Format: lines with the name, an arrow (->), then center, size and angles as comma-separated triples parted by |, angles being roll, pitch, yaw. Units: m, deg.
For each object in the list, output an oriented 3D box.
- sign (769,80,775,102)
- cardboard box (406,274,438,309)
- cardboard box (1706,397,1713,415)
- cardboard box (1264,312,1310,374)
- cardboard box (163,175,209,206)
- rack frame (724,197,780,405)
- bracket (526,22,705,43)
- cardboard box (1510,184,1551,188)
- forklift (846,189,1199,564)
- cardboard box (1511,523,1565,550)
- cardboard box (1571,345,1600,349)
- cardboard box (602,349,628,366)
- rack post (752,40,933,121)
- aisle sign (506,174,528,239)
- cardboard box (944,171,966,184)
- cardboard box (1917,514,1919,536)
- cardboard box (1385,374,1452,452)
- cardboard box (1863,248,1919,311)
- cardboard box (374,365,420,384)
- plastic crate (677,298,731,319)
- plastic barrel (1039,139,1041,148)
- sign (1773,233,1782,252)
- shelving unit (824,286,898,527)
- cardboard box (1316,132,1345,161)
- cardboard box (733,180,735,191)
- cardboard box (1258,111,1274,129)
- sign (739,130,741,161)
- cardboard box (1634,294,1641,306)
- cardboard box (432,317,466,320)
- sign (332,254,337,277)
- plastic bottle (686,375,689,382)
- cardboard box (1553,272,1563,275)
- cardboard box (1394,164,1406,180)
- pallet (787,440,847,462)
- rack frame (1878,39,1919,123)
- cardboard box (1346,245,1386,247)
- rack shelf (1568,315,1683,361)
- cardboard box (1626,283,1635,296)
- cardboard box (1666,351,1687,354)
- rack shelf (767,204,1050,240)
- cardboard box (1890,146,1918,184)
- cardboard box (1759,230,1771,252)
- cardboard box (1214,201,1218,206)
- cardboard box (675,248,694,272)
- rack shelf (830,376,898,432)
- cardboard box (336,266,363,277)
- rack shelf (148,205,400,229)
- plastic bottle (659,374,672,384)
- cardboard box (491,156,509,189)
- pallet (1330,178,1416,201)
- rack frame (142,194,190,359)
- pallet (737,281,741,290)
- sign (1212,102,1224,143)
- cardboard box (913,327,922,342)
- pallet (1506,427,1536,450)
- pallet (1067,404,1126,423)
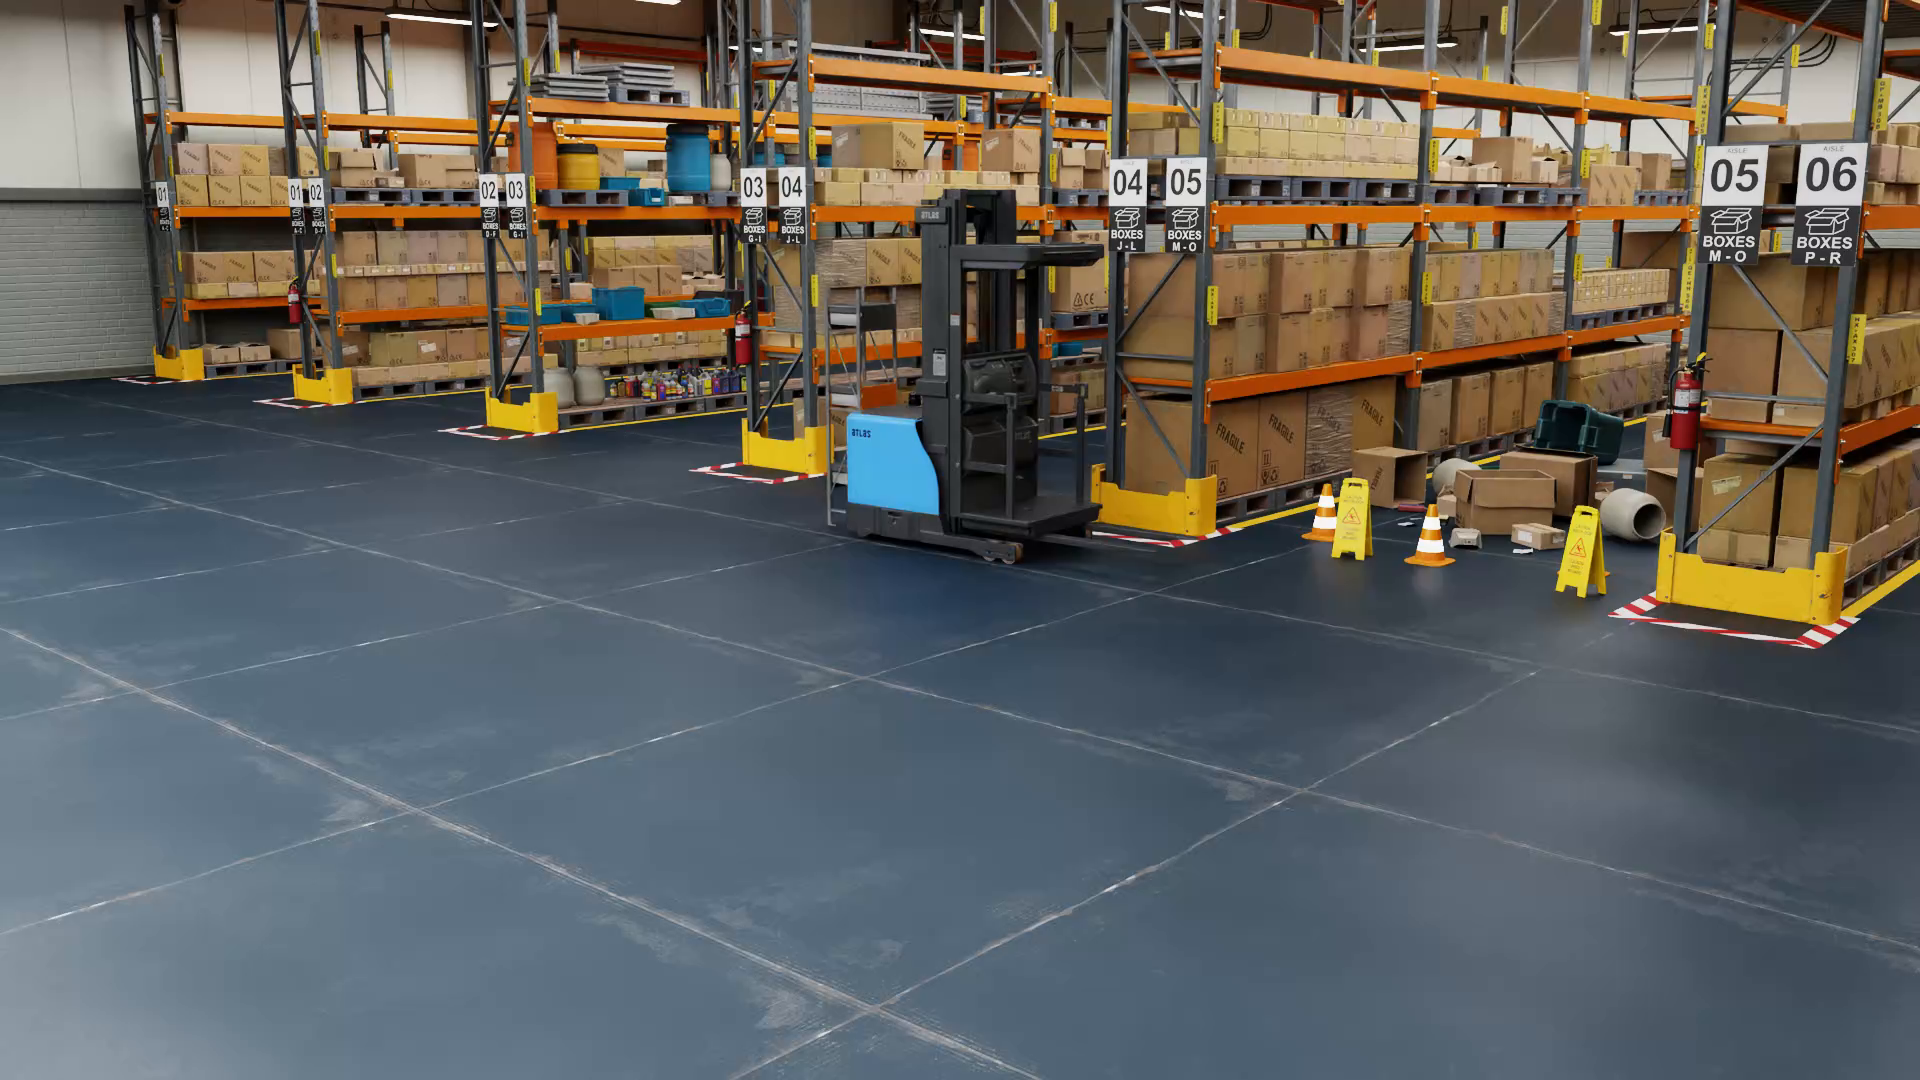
sign -> -2.605, -6.250, 23.064 | 0.100, 0.325, 0.005 | 10, 15, 40
cardboard box -> -8.377, -3.802, 25.336 | 0.700, 0.500, 0.500 | 10, 15, 41
cardboard box -> 5.683, -0.985, 12.124 | 0.380, 0.149, 0.250 | 10, 15, 40
cardboard box -> 2.749, -1.883, 15.596 | 0.875, 0.550, 0.550 | 10, 15, 40
cardboard box -> -12.685, -5.723, 27.241 | 0.500, 0.500, 0.500 | 10, 15, 42
rack frame -> -3.011, -3.484, 23.995 | 1.000, 3.000, 0.127 | 10, 15, 40
bracket -> -7.079, -10.375, 33.991 | 0.076, 0.066, 4.783 | 10, 15, 40
cardboard box -> 7.195, -4.413, 20.732 | 0.500, 0.500, 0.500 | 10, 15, 40
forklift -> 0.494, -1.362, 13.547 | 3.031, 2.935, 1.130 | 9, 14, 37
cardboard box -> 4.860, -0.030, 13.979 | 0.250, 0.149, 0.380 | -4, 12, -18
cardboard box -> 8.273, -2.484, 22.387 | 0.500, 0.250, 0.500 | 11, 15, 42
cardboard box -> -5.939, -3.085, 27.945 | 0.500, 0.250, 0.500 | 10, 15, 42
rack post -> -1.776, -6.824, 24.894 | 1.013, 1.000, 3.121 | 10, 15, 40
aisle sign -> -5.479, -4.122, 20.551 | 0.394, 0.787, 0.004 | 10, 15, 40
cardboard box -> -0.154, -4.157, 19.070 | 0.380, 0.149, 0.250 | 11, 16, 43
cardboard box -> 7.621, -0.218, 13.594 | 0.500, 0.250, 0.500 | 9, 15, 39
cardboard box -> 4.710, -1.393, 18.198 | 1.050, 0.750, 0.750 | 10, 15, 40
cardboard box -> 7.700, -2.211, 14.053 | 0.700, 0.500, 0.500 | 10, 15, 40
cardboard box -> -8.522, -2.518, 25.108 | 0.500, 0.250, 0.500 | 10, 15, 40
plastic crate -> -3.538, -3.213, 23.019 | 0.499, 0.251, 0.616 | 10, 15, 40
plastic barrel -> 1.258, -6.313, 28.148 | 0.600, 0.901, 0.708 | 10, 15, 40
sign -> 12.693, -4.601, 25.825 | 0.100, 0.325, 0.005 | 10, 15, 40
shelving unit -> -0.868, -1.174, 14.729 | 0.431, 2.100, 0.503 | 9, 14, 37
cardboard box -> 3.238, -3.658, 15.503 | 0.500, 0.250, 0.500 | 10, 15, 40
cardboard box -> -4.346, -6.243, 29.460 | 0.500, 0.250, 0.500 | 8, 14, 36
cardboard box -> 2.522, -3.675, 14.571 | 0.380, 0.149, 0.250 | 10, 15, 40
sign -> -2.335, -4.235, 17.836 | 0.100, 0.325, 0.005 | 10, 15, 40
cardboard box -> 8.854, -3.210, 22.192 | 0.380, 0.149, 0.250 | 9, 14, 38
cardboard box -> -9.692, -4.298, 31.416 | 0.500, 0.250, 0.500 | 9, 15, 39
sign -> -8.957, -3.927, 23.802 | 0.100, 0.325, 0.005 | 10, 15, 40
plastic bottle -> -3.750, -2.150, 23.129 | 0.061, 0.283, 0.133 | 10, 15, 40
cardboard box -> 7.665, -3.431, 21.783 | 0.380, 0.149, 0.250 | 10, 15, 40
cardboard box -> 4.202, -3.658, 16.523 | 0.380, 0.149, 0.250 | 10, 15, 41
pallet -> -1.318, -1.014, 18.747 | 1.003, 0.211, 1.213 | 10, 15, 40
rack frame -> 8.153, -4.504, 13.786 | 1.000, 3.000, 0.127 | 10, 15, 40
cardboard box -> 6.498, -4.498, 26.781 | 0.500, 0.500, 0.500 | 10, 15, 40
rack shelf -> 8.329, -2.717, 21.994 | 1.077, 0.370, 4.000 | 10, 15, 40
cardboard box -> 8.667, -3.314, 21.957 | 0.380, 0.149, 0.250 | 10, 15, 41
cardboard box -> 10.741, -2.774, 25.128 | 0.380, 0.149, 0.250 | 10, 15, 40
rack shelf -> -0.611, -3.667, 19.092 | 1.077, 0.370, 4.000 | 10, 15, 40
cardboard box -> 6.385, -2.629, 11.682 | 0.500, 0.250, 0.500 | 9, 15, 40
cardboard box -> 12.174, -4.538, 25.708 | 0.500, 0.500, 0.500 | 9, 15, 39
cardboard box -> 3.220, -4.728, 22.947 | 0.500, 0.250, 0.500 | 10, 15, 40
cardboard box -> -5.955, -5.897, 35.010 | 0.500, 0.500, 0.500 | 10, 15, 40
rack shelf -> -0.868, -1.161, 14.732 | 0.431, 0.518, 0.480 | 9, 14, 37
cardboard box -> -8.949, -3.933, 24.334 | 0.380, 0.149, 0.250 | 10, 15, 40
rack shelf -> -11.773, -5.589, 28.712 | 1.077, 0.370, 4.000 | 10, 15, 40
plastic bottle -> -4.133, -2.193, 23.363 | 0.152, 0.276, 0.135 | 10, 15, 40
cardboard box -> -7.260, -5.879, 26.645 | 0.500, 0.500, 0.500 | -11, 15, -43
pallet -> 3.820, -3.496, 16.623 | 1.003, 0.211, 1.213 | 10, 15, 40
rack frame -> -13.094, -4.176, 27.462 | 1.000, 3.000, 0.127 | 10, 15, 40
pallet -> -3.695, -4.728, 30.714 | 1.213, 0.211, 1.003 | 10, 15, 40
sign -> 2.141, -3.465, 13.806 | 0.100, 0.325, 0.005 | 10, 15, 40
cardboard box -> -0.501, -2.351, 18.965 | 0.380, 0.149, 0.250 | 10, 15, 40
pallet -> 6.432, -1.302, 20.191 | 1.003, 0.211, 1.213 | 10, 15, 40
pallet -> 2.027, -1.771, 22.539 | 1.003, 0.211, 1.213 | 10, 15, 40
